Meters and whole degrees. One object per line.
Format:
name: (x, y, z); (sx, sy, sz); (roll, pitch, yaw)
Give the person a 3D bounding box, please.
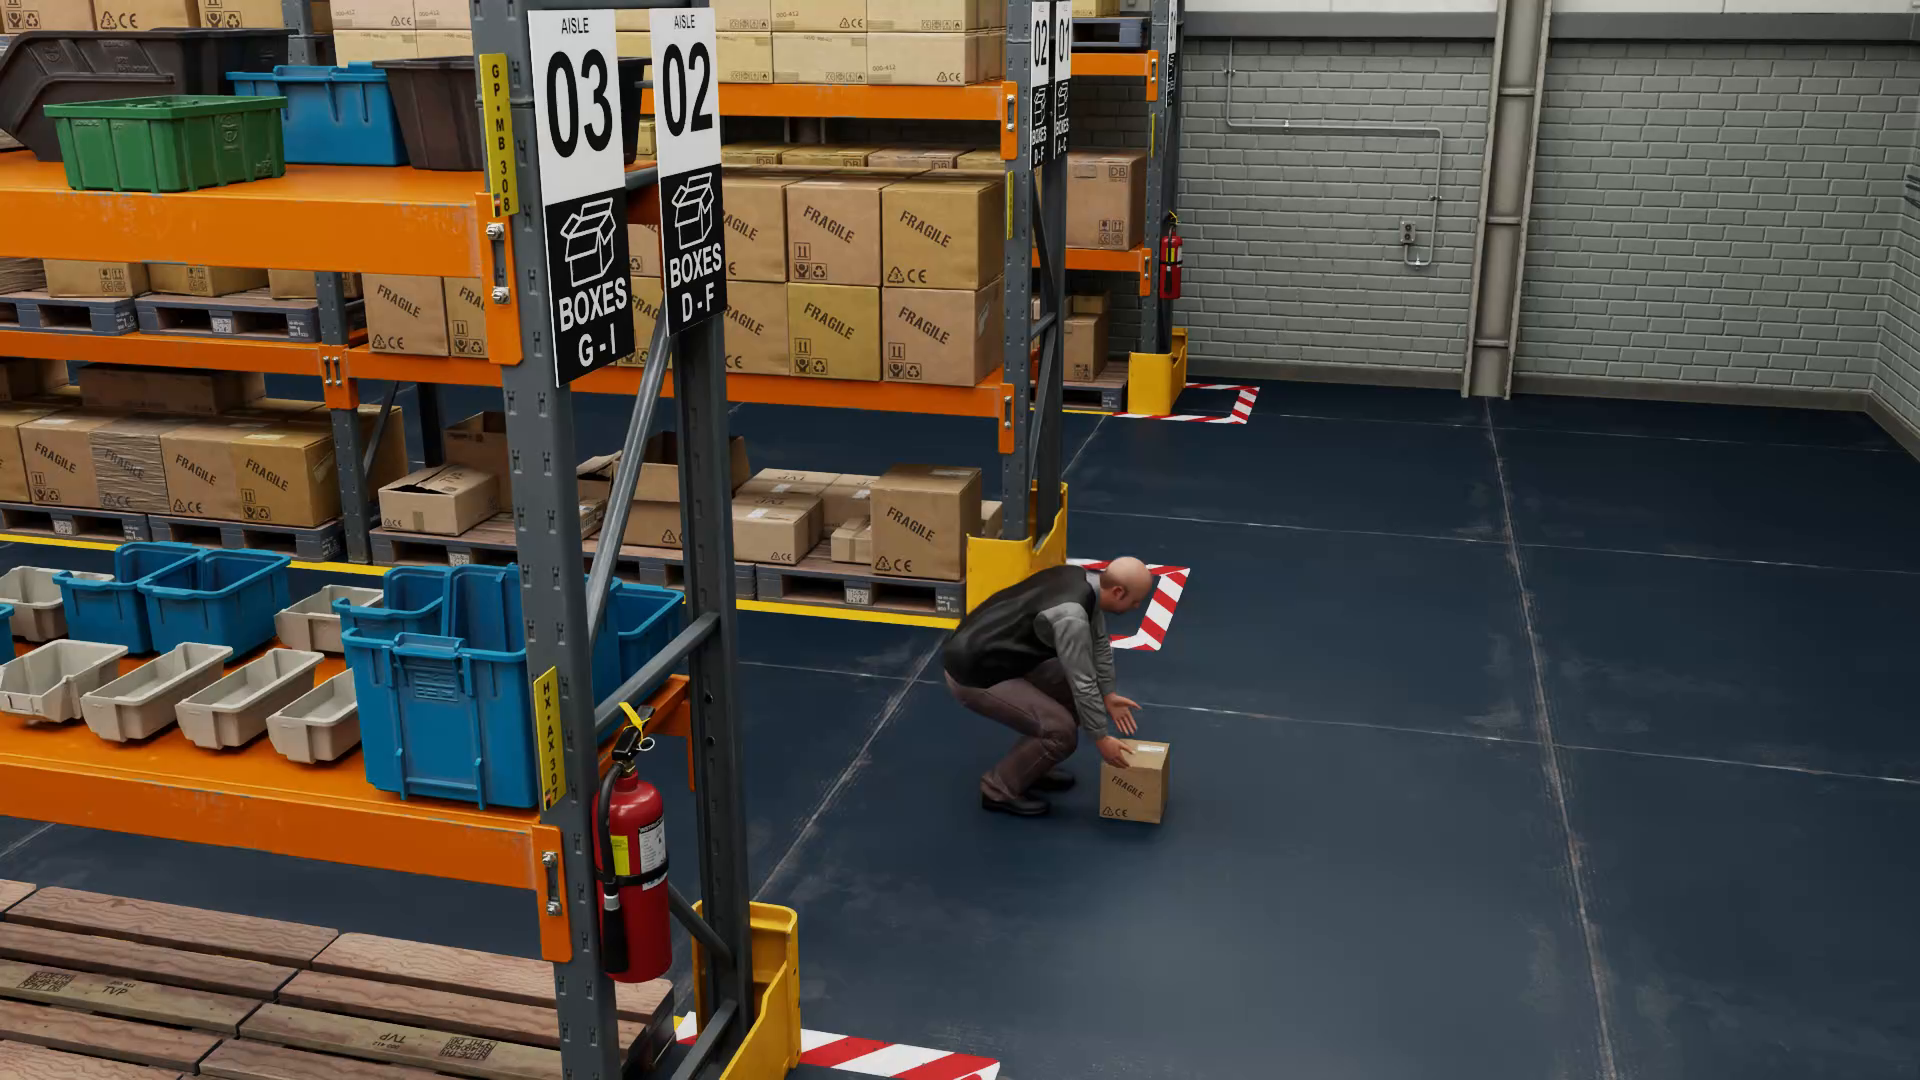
person: (0.360, 0.565, 6.903); (0.837, 1.083, 0.558); (4, 19, 13)
